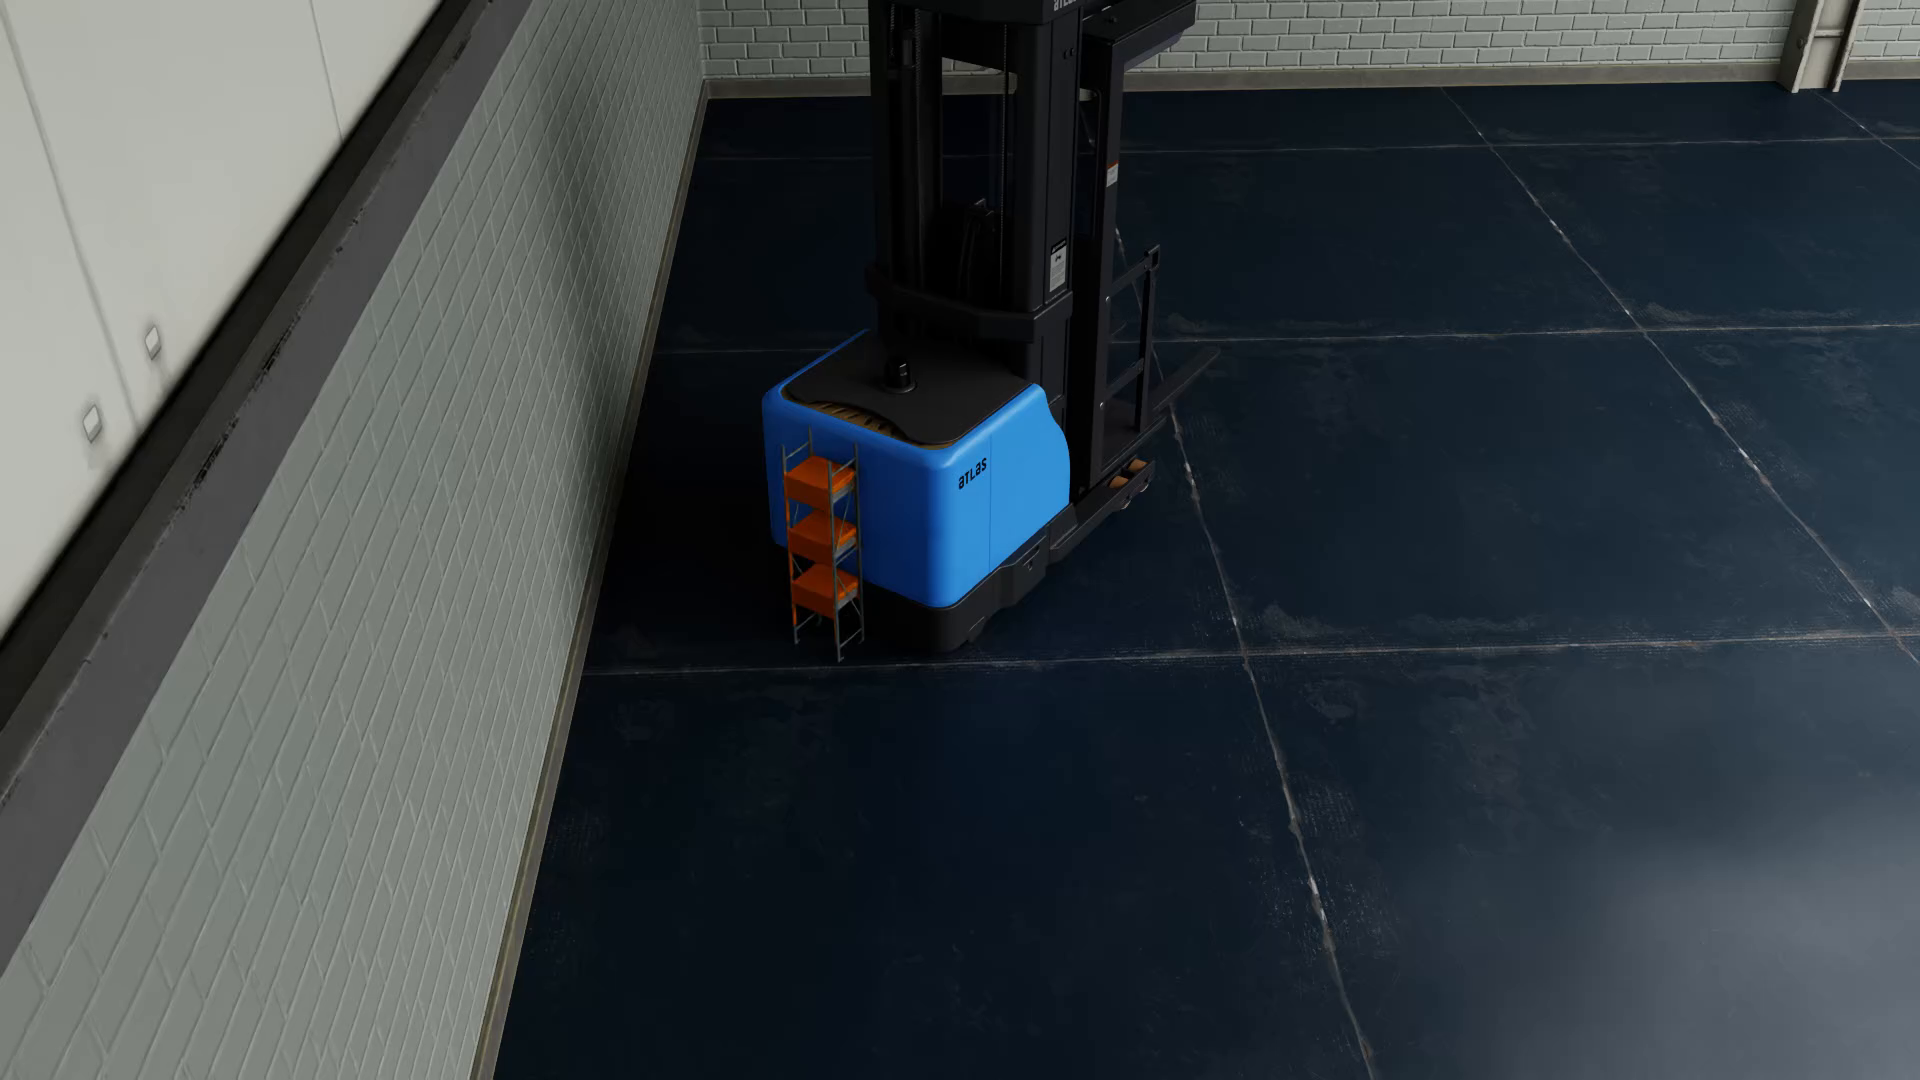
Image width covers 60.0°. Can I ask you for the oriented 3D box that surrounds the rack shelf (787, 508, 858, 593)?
[{"bbox_3d":[-0.594,0.039,7.288,0.240,0.259,0.215,20,39,27],"label":"rack shelf"}]

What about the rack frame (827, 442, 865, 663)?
[{"bbox_3d":[-0.492,0.069,7.227,0.008,1.050,0.200,20,39,27],"label":"rack frame"}]

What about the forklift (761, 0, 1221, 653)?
[{"bbox_3d":[0.352,-1.501,7.843,1.130,2.935,3.031,21,40,27],"label":"forklift"}]

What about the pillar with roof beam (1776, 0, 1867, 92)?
[{"bbox_3d":[7.144,-4.980,7.539,0.400,9.000,9.100,-2,35,-2],"label":"pillar with roof beam"}]

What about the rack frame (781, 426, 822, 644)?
[{"bbox_3d":[-0.696,-0.008,7.337,0.008,1.050,0.200,20,39,27],"label":"rack frame"}]

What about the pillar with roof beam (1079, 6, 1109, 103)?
[{"bbox_3d":[1.150,-4.819,7.305,0.400,9.000,9.100,-2,35,-2],"label":"pillar with roof beam"}]

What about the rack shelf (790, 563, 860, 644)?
[{"bbox_3d":[-0.595,0.269,7.445,0.240,0.259,0.215,20,39,27],"label":"rack shelf"}]

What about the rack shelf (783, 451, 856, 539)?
[{"bbox_3d":[-0.593,-0.195,7.128,0.240,0.259,0.215,20,39,27],"label":"rack shelf"}]

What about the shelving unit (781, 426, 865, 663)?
[{"bbox_3d":[-0.594,0.030,7.282,0.252,1.050,0.215,20,39,27],"label":"shelving unit"}]
